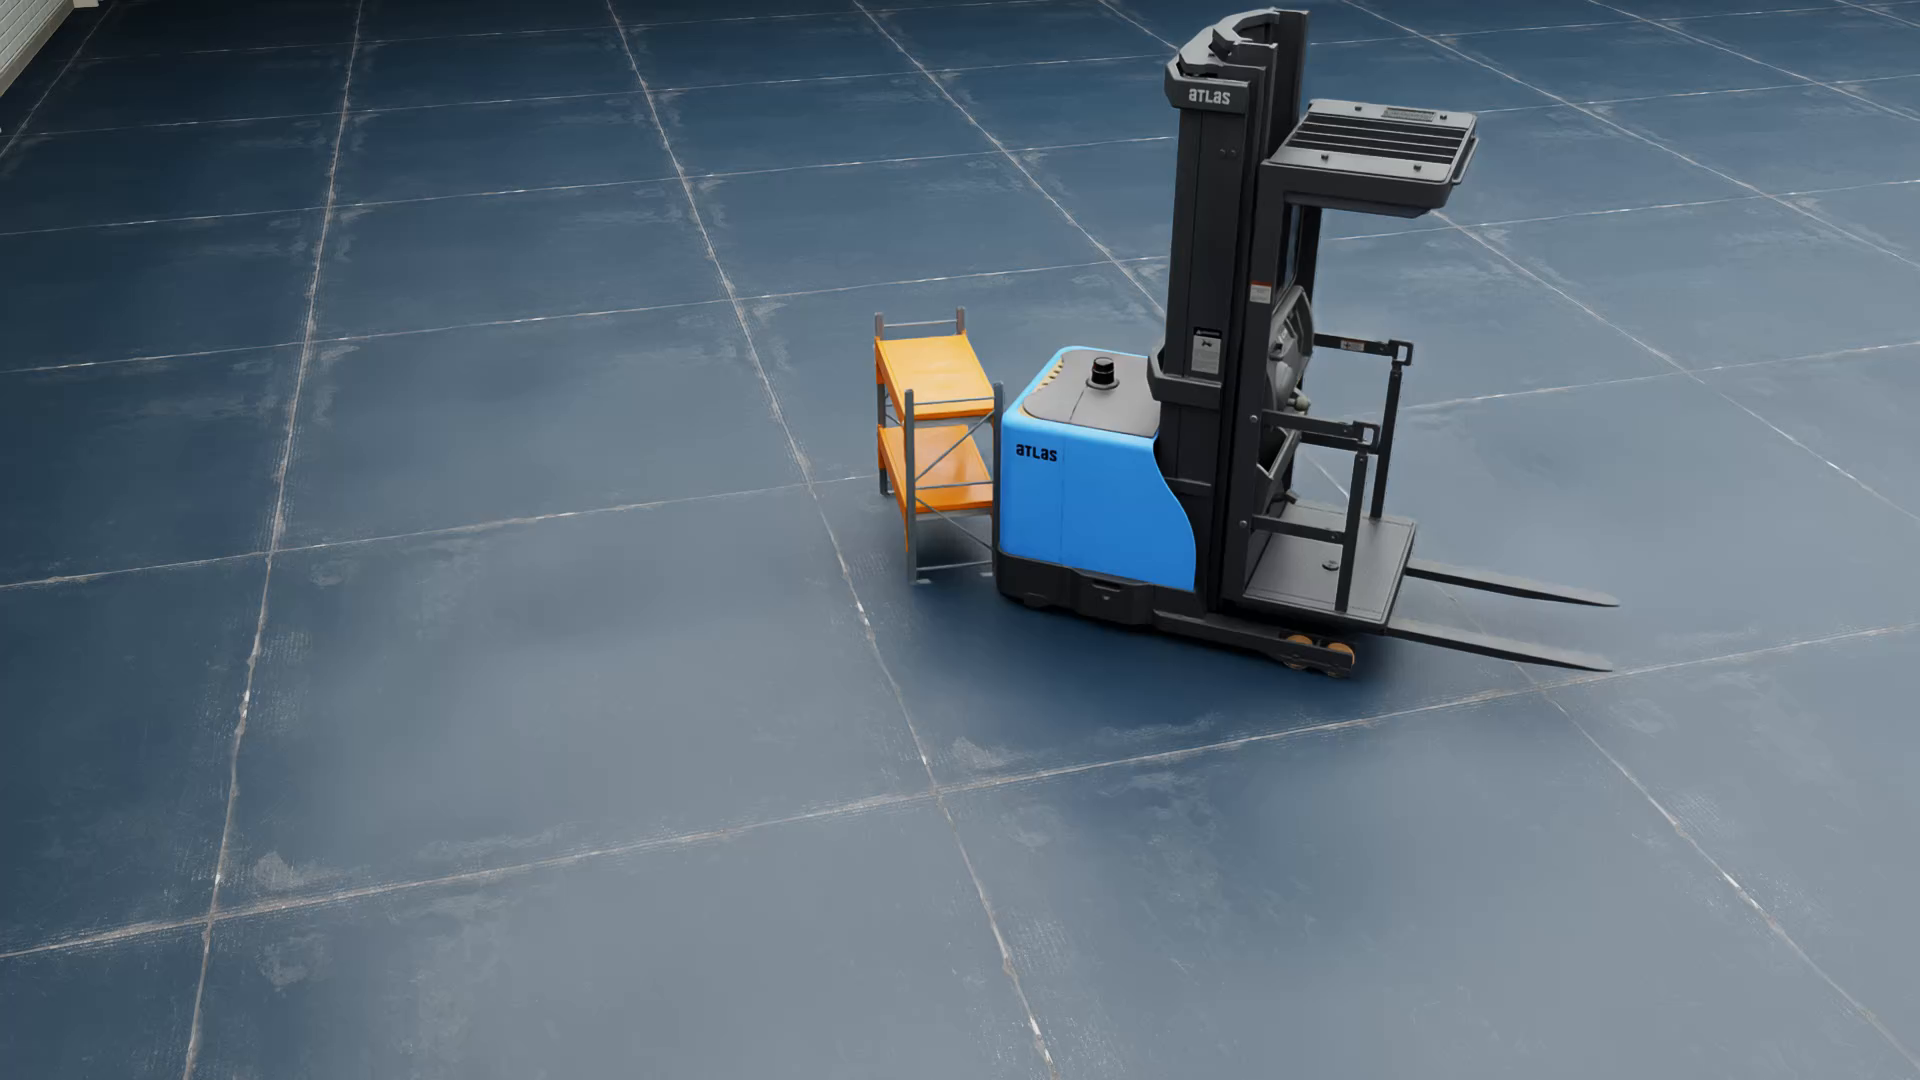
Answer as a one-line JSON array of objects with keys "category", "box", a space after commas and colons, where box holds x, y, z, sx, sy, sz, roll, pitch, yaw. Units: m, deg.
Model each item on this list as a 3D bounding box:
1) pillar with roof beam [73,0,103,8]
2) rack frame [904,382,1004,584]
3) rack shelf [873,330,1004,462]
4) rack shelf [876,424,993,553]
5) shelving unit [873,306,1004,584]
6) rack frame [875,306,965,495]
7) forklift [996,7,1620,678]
[{"category": "pillar with roof beam", "box": [-6.811, -11.205, 19.626, 9.100, 9.000, 0.400, -8, 31, -13]}, {"category": "rack frame", "box": [-0.029, -0.281, 8.613, 0.500, 1.125, 0.032, -5, 31, -9]}, {"category": "rack shelf", "box": [-0.125, -0.785, 8.899, 0.538, 0.278, 1.000, -5, 31, -9]}, {"category": "rack shelf", "box": [-0.125, -0.320, 9.168, 0.538, 0.278, 1.000, -5, 31, -9]}, {"category": "shelving unit", "box": [-0.125, -0.532, 9.045, 0.538, 1.125, 1.048, -5, 31, -9]}, {"category": "rack frame", "box": [-0.221, -0.782, 9.478, 0.500, 1.125, 0.032, -5, 31, -9]}, {"category": "forklift", "box": [1.759, -0.901, 7.881, 3.031, 2.935, 1.130, 11, 32, 19]}]
